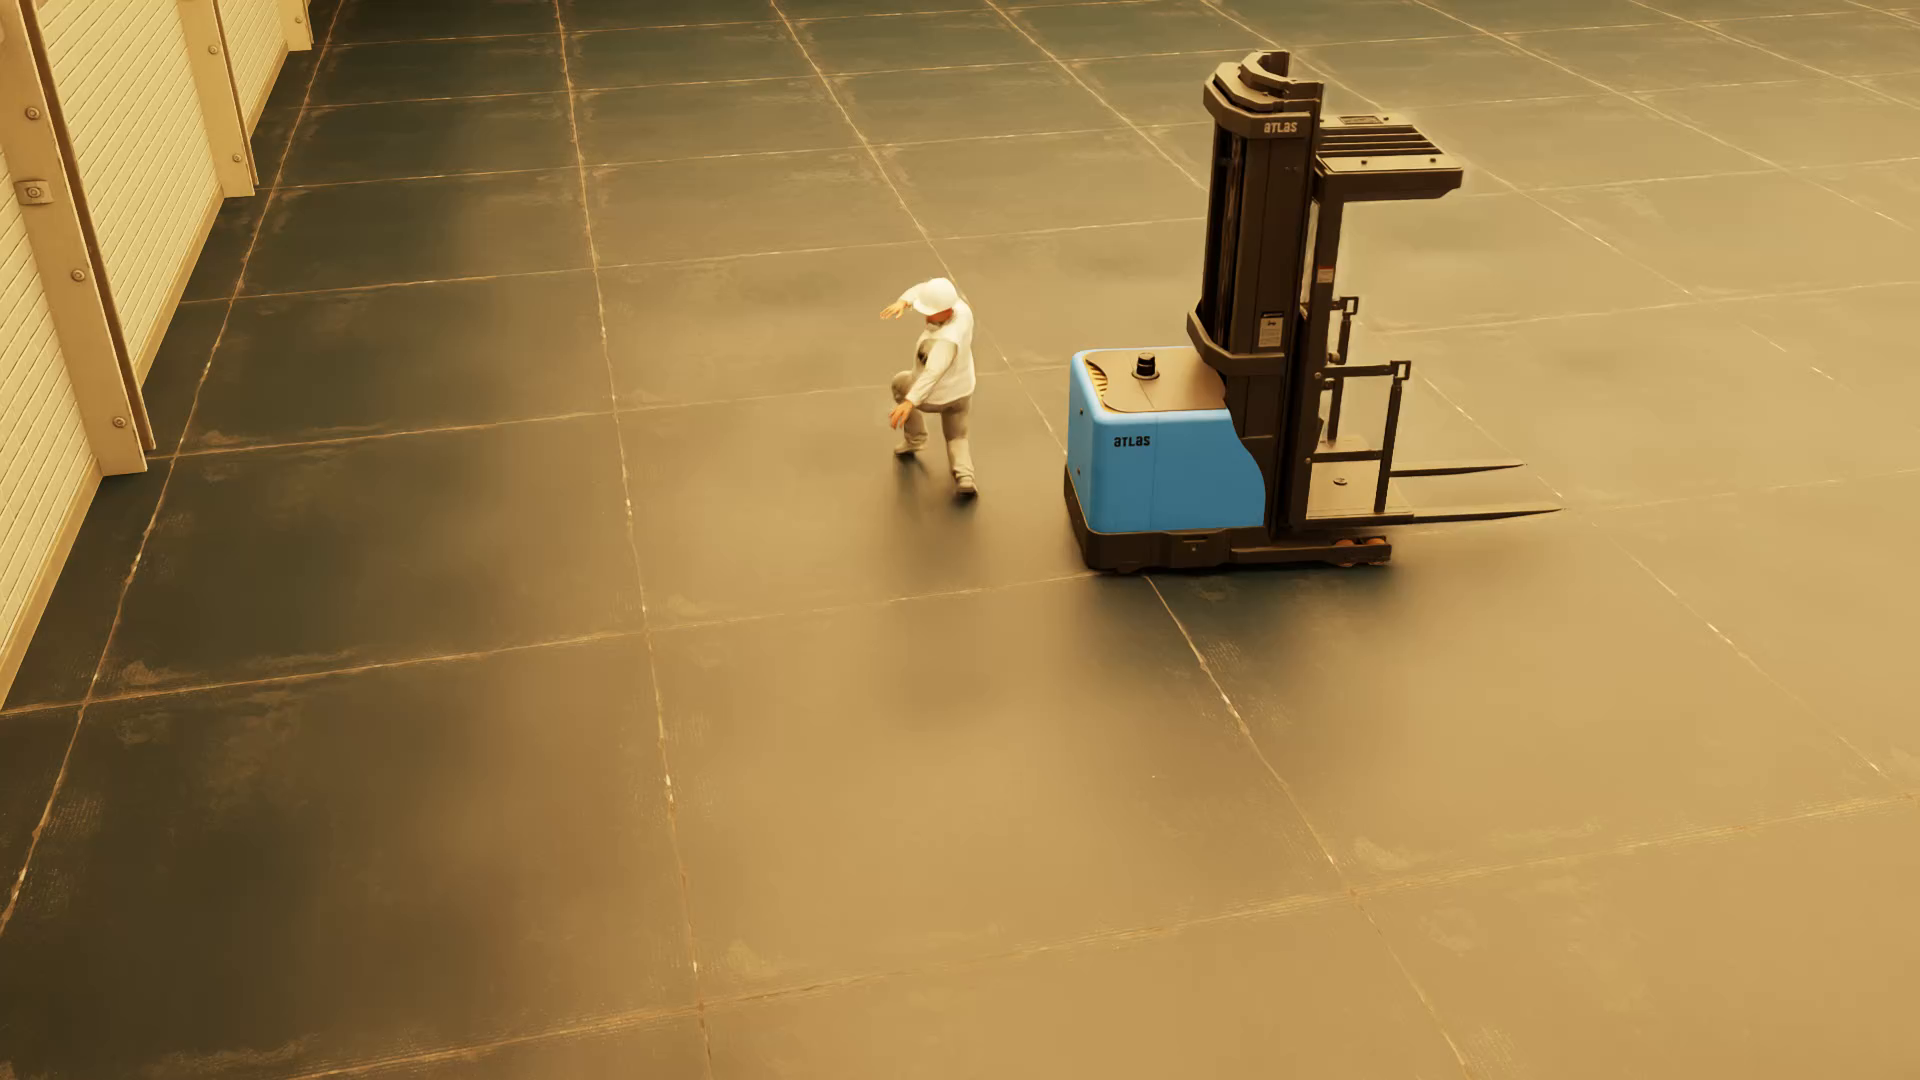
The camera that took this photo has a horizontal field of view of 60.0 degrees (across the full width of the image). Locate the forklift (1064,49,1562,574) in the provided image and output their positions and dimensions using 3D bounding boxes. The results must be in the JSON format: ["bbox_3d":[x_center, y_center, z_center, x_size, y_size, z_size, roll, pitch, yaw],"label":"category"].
[{"bbox_3d":[2.227,-1.362,9.928,3.031,2.935,1.130,-3,30,-5],"label":"forklift"}]

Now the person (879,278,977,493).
[{"bbox_3d":[-0.299,-1.014,10.775,0.888,1.482,0.976,-22,37,-33],"label":"person"}]
